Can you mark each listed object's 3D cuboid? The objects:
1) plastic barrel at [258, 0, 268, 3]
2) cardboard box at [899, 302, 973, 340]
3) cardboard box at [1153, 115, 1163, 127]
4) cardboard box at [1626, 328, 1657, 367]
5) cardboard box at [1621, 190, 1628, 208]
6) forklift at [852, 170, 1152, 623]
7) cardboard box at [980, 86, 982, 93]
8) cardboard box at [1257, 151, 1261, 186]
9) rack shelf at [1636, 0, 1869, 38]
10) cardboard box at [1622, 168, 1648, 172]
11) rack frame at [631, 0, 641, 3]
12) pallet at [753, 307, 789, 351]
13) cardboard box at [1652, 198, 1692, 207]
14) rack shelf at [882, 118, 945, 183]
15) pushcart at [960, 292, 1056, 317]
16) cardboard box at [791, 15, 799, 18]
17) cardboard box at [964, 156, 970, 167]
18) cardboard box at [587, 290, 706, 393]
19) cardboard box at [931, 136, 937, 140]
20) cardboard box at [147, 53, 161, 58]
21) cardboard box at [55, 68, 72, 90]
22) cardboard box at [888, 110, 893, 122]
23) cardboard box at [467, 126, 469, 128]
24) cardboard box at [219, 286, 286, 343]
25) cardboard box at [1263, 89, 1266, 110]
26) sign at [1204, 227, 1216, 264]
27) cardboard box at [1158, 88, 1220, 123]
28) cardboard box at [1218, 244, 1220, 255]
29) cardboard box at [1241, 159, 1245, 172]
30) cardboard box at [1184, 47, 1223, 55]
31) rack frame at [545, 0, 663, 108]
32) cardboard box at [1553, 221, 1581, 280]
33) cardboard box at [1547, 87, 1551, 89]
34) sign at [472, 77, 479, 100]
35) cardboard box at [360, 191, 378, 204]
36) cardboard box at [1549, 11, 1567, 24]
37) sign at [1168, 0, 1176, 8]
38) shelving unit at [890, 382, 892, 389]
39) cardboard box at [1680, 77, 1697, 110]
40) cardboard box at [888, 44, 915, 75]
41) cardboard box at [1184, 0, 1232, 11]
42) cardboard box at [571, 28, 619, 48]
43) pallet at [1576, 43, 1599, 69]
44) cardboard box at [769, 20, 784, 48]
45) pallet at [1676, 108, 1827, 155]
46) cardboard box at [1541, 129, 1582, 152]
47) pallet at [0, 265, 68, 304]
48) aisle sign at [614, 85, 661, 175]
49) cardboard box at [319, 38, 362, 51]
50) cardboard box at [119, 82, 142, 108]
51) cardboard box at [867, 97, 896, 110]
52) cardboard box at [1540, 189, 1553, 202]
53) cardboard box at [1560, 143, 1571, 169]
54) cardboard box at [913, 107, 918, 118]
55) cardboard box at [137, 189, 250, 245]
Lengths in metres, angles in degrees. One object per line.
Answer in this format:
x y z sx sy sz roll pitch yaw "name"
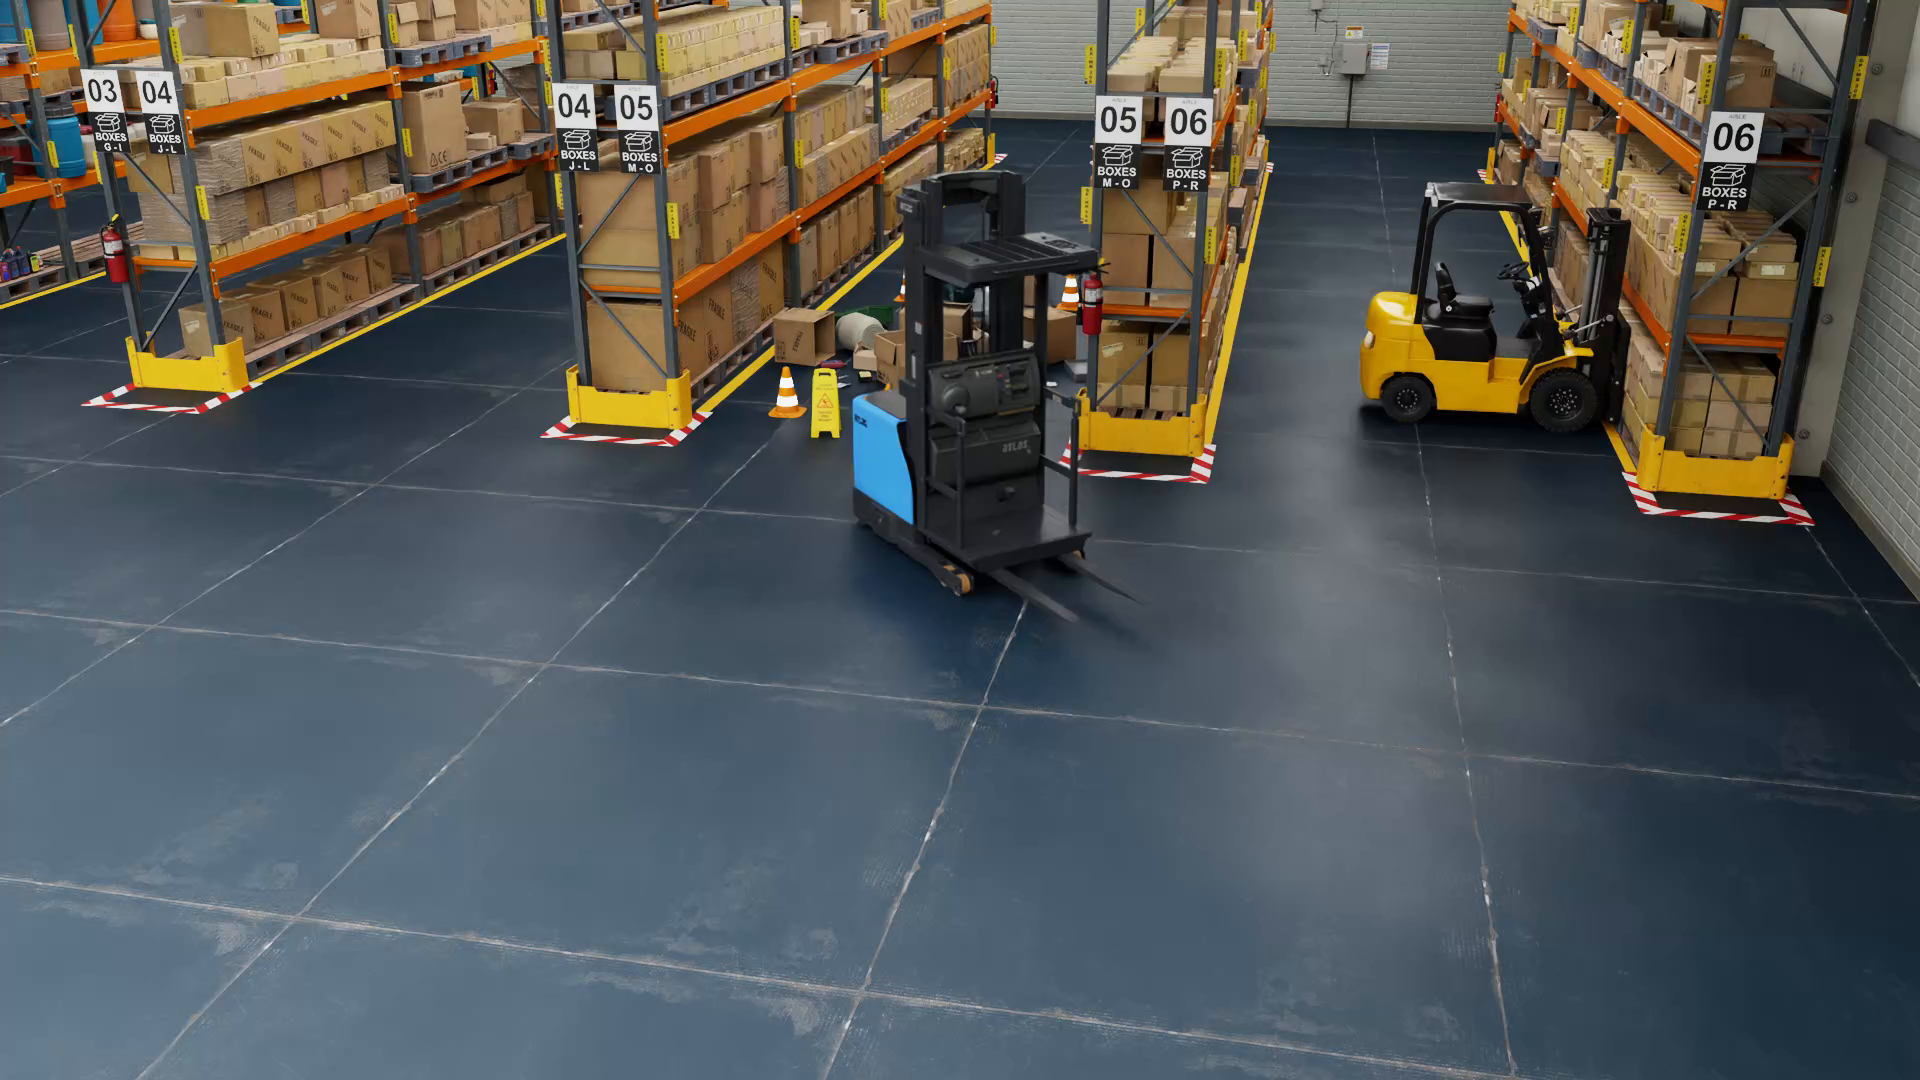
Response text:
-11.042 -8.594 25.918 0.433 0.535 0.433 0 22 0 "plastic barrel"
-0.276 -2.309 18.232 0.797 0.637 0.503 4 22 11 "cardboard box"
1.684 -3.929 15.414 0.380 0.149 0.250 5 22 11 "cardboard box"
6.502 -1.797 15.581 0.500 0.250 0.500 5 22 12 "cardboard box"
6.964 -3.468 16.947 0.380 0.149 0.250 5 22 12 "cardboard box"
0.297 -1.141 12.263 1.130 2.935 3.031 -12 25 -28 "forklift"
0.183 -8.073 29.719 0.380 0.149 0.250 4 22 11 "cardboard box"
4.526 -6.170 27.526 0.875 0.438 0.875 4 22 9 "cardboard box"
6.930 -4.844 14.835 1.077 0.370 4.000 4 22 11 "rack shelf"
7.327 -3.983 18.225 0.380 0.149 0.250 4 22 11 "cardboard box"
-5.591 -10.153 26.518 1.000 3.000 0.127 4 22 11 "rack frame"
-2.620 -2.464 19.189 1.003 0.211 1.213 4 22 11 "pallet"
6.764 -3.134 15.719 0.380 0.149 0.250 5 22 11 "cardboard box"
-1.164 -5.890 24.927 1.077 0.370 4.000 4 22 11 "rack shelf"
0.236 -2.628 19.375 1.648 0.377 0.936 -3 22 -8 "pushcart"
-2.246 -6.279 20.336 0.500 0.311 0.500 4 22 9 "cardboard box"
-0.039 -6.603 28.987 0.380 0.149 0.250 5 22 12 "cardboard box"
-3.131 -2.029 16.658 0.875 0.875 0.875 5 22 11 "cardboard box"
-0.530 -7.011 29.204 0.380 0.149 0.250 5 23 13 "cardboard box"
-14.812 -8.977 30.155 0.500 0.500 0.500 4 22 9 "cardboard box"
-15.682 -7.956 28.396 0.700 0.500 0.500 8 23 19 "cardboard box"
-1.173 -6.067 23.780 0.380 0.149 0.250 4 22 9 "cardboard box"
-6.974 -5.437 22.478 0.500 0.250 0.500 4 22 9 "cardboard box"
-7.808 -2.465 18.244 0.500 0.500 0.500 11 24 25 "cardboard box"
4.782 -7.367 27.496 0.500 0.500 0.500 5 22 13 "cardboard box"
2.193 -2.587 14.602 0.100 0.325 0.005 4 22 11 "sign"
2.025 -3.850 14.685 0.500 0.250 0.500 4 22 10 "cardboard box"
2.507 -3.060 17.273 0.380 0.149 0.250 4 22 10 "cardboard box"
3.365 -4.700 20.783 0.380 0.149 0.250 5 22 12 "cardboard box"
2.430 -4.819 16.558 0.380 0.149 0.250 4 22 10 "cardboard box"
-3.205 -5.349 14.591 1.000 3.000 0.127 4 22 11 "rack frame"
8.013 -3.641 20.996 0.875 0.625 0.625 5 23 13 "cardboard box"
9.740 -7.212 27.047 0.500 0.250 0.500 5 23 13 "cardboard box"
-6.951 -6.486 23.892 0.100 0.325 0.005 4 22 11 "sign"
-7.150 -4.050 19.730 0.380 0.149 0.250 4 22 11 "cardboard box"
8.231 -7.111 22.620 0.380 0.149 0.250 5 22 12 "cardboard box"
2.753 -6.865 21.572 0.100 0.325 0.005 4 22 11 "sign"
-0.429 -0.837 14.025 0.215 1.050 0.252 14 26 31 "shelving unit"
6.445 -3.838 14.338 0.396 0.266 0.258 5 22 11 "cardboard box"
-0.925 -7.796 26.825 0.500 0.500 0.500 4 22 9 "cardboard box"
3.223 -6.936 21.844 0.797 0.503 0.637 3 22 8 "cardboard box"
-3.416 -4.693 15.549 0.380 0.149 0.250 5 22 11 "cardboard box"
8.103 -5.824 20.037 1.213 0.211 1.003 6 23 13 "pallet"
-2.238 -5.531 18.163 0.500 0.250 0.500 4 22 10 "cardboard box"
6.691 -3.456 14.023 1.003 0.211 1.213 4 22 11 "pallet"
8.053 -5.311 22.164 0.500 0.250 0.500 3 22 8 "cardboard box"
-12.250 -3.286 21.231 1.003 0.211 1.213 4 22 11 "pallet"
-2.926 -3.724 15.105 0.394 0.787 0.004 4 22 11 "aisle sign"
-7.151 -5.720 19.192 0.380 0.149 0.250 5 22 12 "cardboard box"
-8.190 -4.499 16.696 0.500 0.250 0.500 5 22 12 "cardboard box"
-1.127 -6.286 23.923 0.380 0.149 0.250 4 22 9 "cardboard box"
8.305 -4.794 23.157 0.380 0.149 0.250 3 22 8 "cardboard box"
7.800 -4.796 20.777 0.500 0.250 0.500 4 22 11 "cardboard box"
-0.851 -6.493 25.236 0.380 0.149 0.250 3 22 9 "cardboard box"
-7.901 -3.365 17.162 0.875 0.500 0.500 4 22 11 "cardboard box"
